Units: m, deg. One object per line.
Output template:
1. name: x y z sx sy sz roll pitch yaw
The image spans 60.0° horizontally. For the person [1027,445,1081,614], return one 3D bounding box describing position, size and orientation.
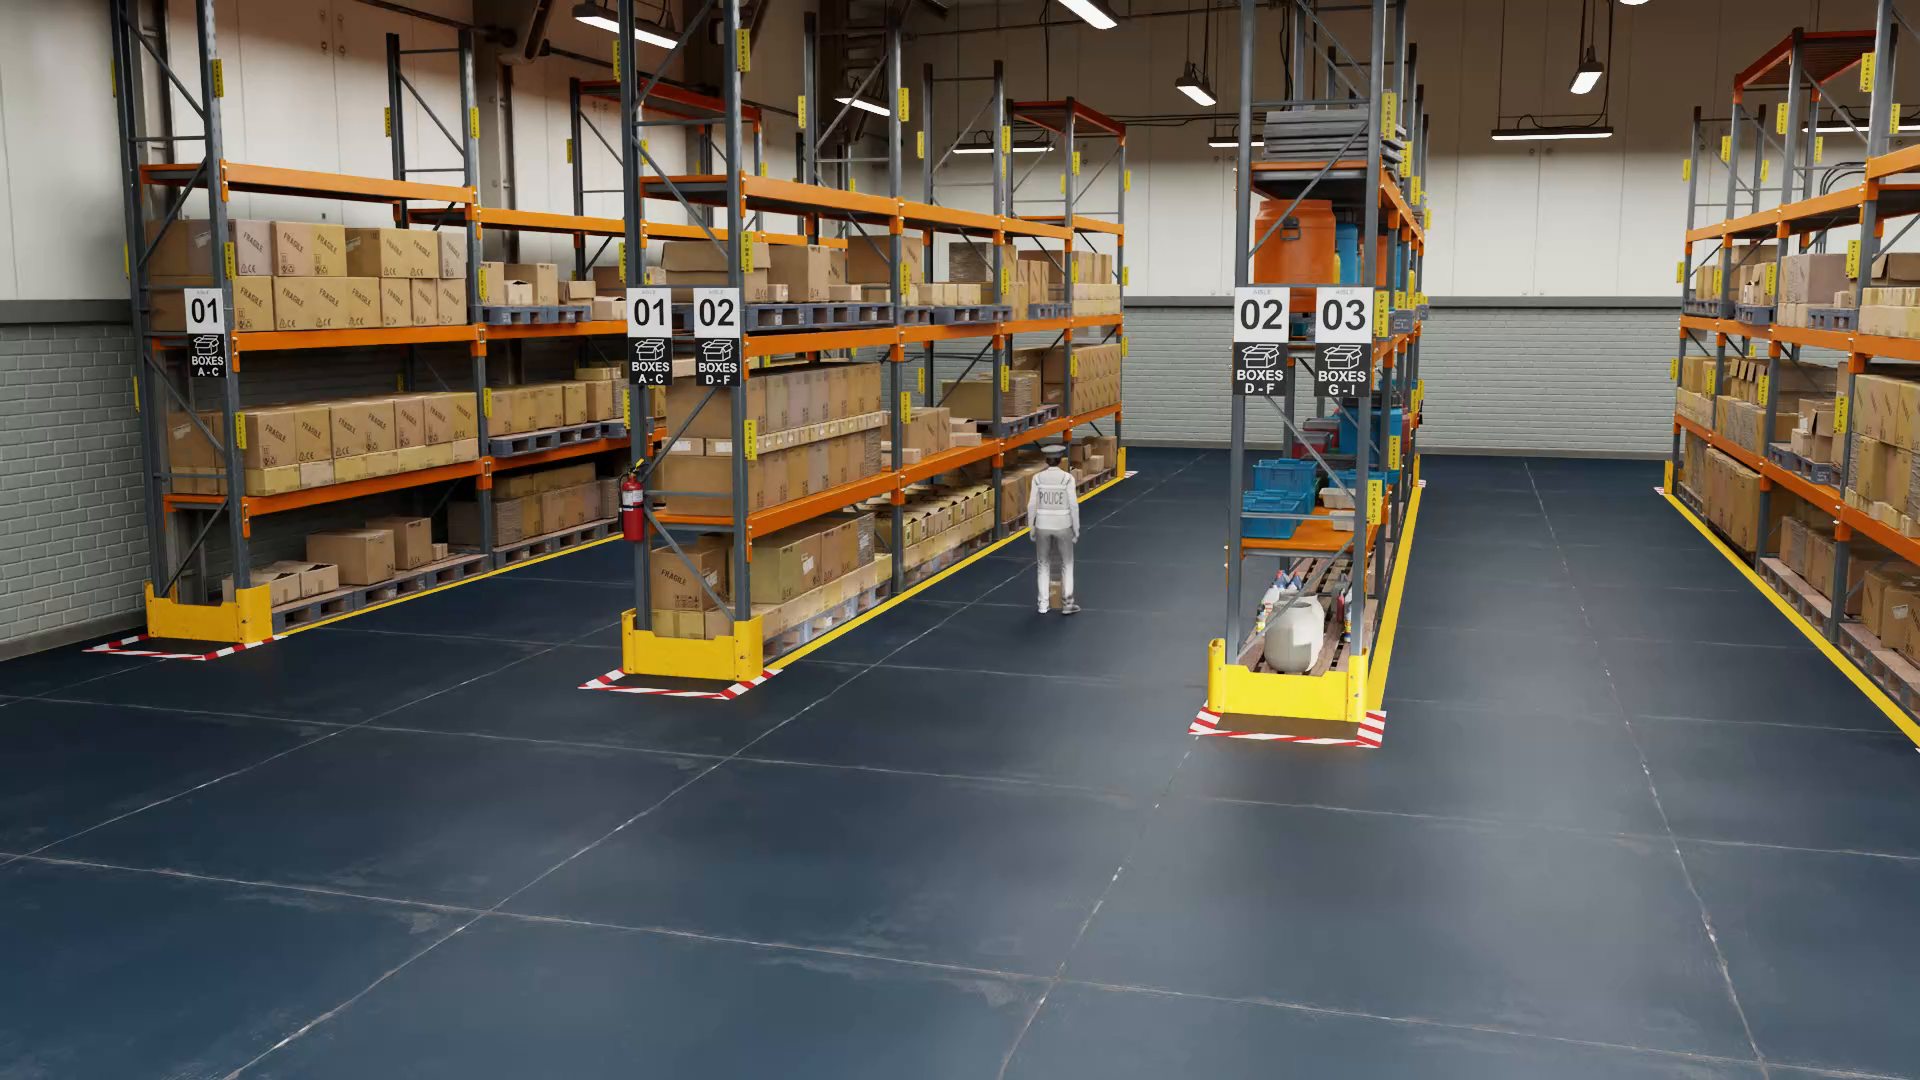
1. person: 0.930 -0.100 16.503 0.522 1.663 0.371 2 9 14
